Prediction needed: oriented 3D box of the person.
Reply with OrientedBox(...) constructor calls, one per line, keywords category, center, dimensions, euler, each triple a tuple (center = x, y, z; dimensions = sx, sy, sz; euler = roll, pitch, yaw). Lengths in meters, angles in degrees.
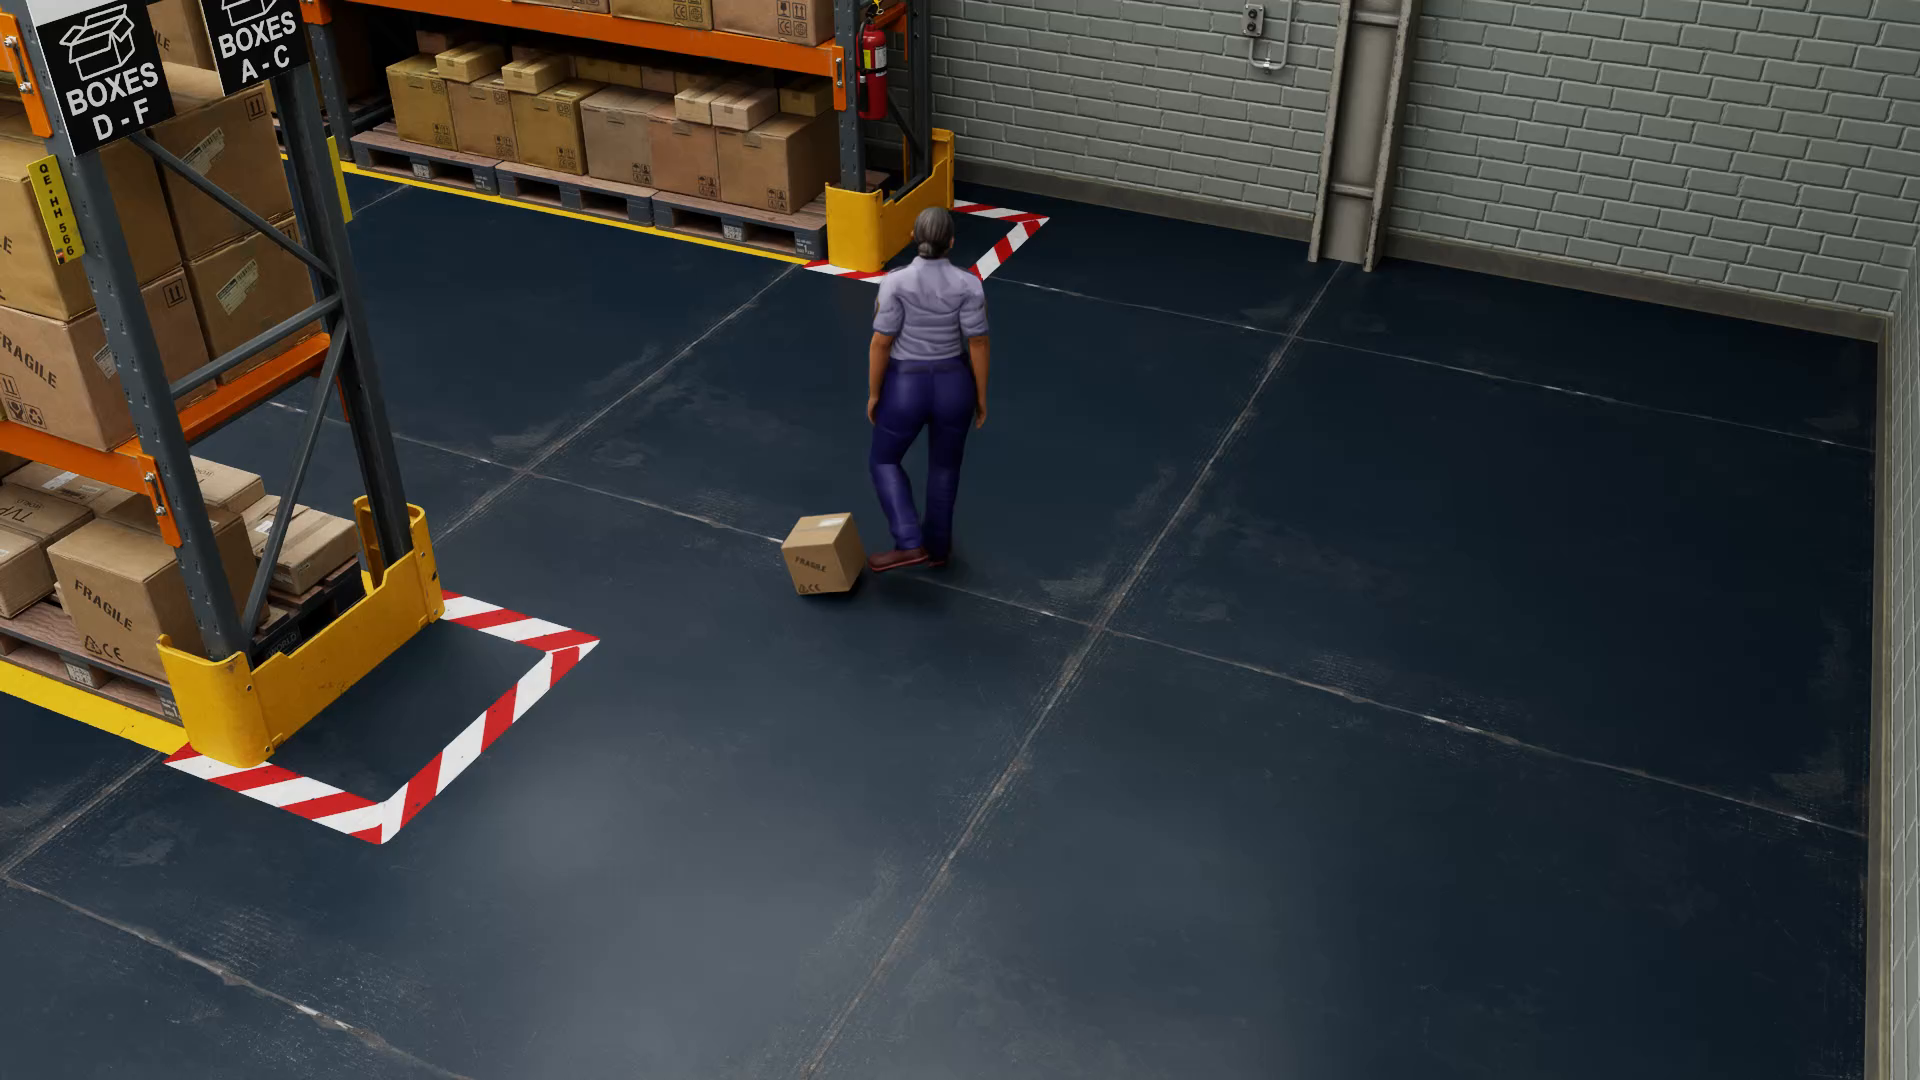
OrientedBox(category="person", center=(-0.144, -0.575, 7.013), dimensions=(0.562, 1.642, 0.542), euler=(-5, 34, -8))
